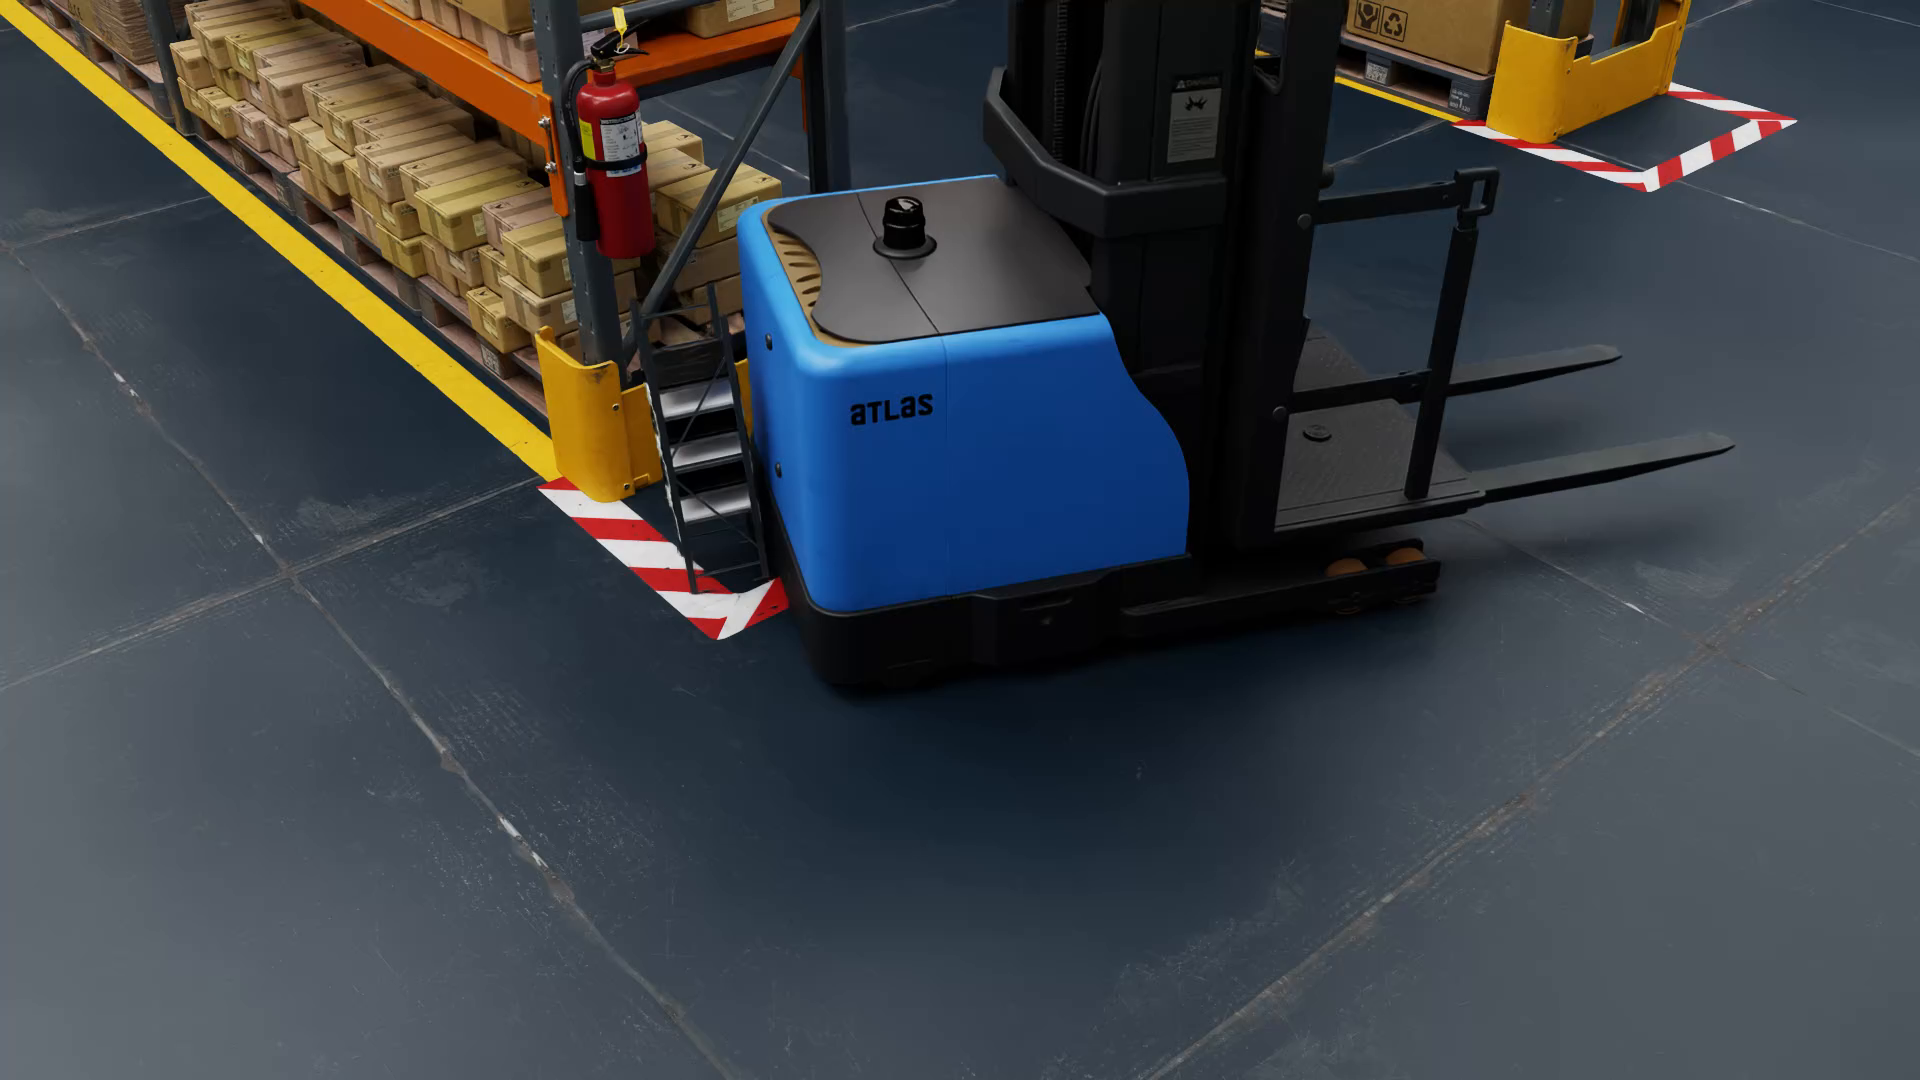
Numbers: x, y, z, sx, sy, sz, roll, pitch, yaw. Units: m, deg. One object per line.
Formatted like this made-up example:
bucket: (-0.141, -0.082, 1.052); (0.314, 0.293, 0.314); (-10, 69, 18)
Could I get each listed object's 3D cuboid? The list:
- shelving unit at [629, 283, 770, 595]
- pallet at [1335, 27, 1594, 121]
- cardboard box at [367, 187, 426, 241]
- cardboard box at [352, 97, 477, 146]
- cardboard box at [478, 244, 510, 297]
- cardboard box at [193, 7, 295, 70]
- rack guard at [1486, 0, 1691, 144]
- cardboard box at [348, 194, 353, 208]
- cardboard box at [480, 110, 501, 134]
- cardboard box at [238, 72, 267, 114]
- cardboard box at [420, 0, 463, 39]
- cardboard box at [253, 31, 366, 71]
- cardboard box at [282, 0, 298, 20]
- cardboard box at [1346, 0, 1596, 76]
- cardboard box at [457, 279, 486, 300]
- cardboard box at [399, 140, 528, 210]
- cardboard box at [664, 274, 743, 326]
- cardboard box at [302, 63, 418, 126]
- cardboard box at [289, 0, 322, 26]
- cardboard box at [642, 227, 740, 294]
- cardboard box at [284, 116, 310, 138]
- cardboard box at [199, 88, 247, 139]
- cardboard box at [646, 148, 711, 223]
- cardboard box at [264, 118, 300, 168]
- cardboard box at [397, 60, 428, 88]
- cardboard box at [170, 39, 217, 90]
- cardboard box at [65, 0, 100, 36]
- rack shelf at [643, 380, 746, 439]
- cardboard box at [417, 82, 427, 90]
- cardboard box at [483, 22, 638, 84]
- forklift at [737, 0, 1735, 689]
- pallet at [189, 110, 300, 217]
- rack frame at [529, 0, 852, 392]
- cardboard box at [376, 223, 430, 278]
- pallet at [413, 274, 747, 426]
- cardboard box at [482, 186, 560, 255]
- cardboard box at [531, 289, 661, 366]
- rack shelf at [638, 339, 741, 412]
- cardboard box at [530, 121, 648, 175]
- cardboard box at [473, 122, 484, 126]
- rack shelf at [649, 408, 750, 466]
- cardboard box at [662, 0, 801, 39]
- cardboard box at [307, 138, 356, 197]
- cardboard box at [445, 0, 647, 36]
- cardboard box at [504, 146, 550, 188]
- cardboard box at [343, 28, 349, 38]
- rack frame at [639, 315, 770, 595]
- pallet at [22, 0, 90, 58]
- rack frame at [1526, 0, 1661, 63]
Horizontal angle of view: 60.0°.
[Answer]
shelving unit: (-0.752, -0.279, 4.851); (0.258, 0.900, 0.210); (-13, 37, -12)
pallet: (2.500, -2.581, 8.712); (1.003, 0.211, 1.213); (-26, 43, -32)
cardboard box: (-2.018, -1.298, 6.334); (0.380, 0.149, 0.250); (-25, 42, -31)
cardboard box: (-2.116, -1.573, 6.464); (0.380, 0.149, 0.250); (-28, 44, -33)
cardboard box: (-1.465, -0.981, 5.886); (0.380, 0.149, 0.250); (-27, 43, -33)
cardboard box: (-3.163, -2.233, 7.397); (0.380, 0.149, 0.250); (-24, 42, -30)
rack guard: (3.091, -2.364, 8.156); (1.175, 0.500, 0.348); (-26, 43, -32)
cardboard box: (-2.274, -1.438, 6.788); (0.380, 0.149, 0.250); (-25, 42, -31)
cardboard box: (-1.722, -1.772, 6.745); (0.380, 0.149, 0.250); (-25, 42, -31)
cardboard box: (-2.954, -2.033, 7.372); (0.380, 0.149, 0.250); (-26, 43, -32)
cardboard box: (-1.510, -1.755, 5.349); (0.380, 0.149, 0.250); (-26, 43, -32)
cardboard box: (-2.777, -2.033, 7.114); (0.380, 0.149, 0.250); (-27, 43, -33)
cardboard box: (-3.634, -2.932, 8.594); (0.500, 0.500, 0.500); (-24, 42, -30)
cardboard box: (2.601, -2.952, 8.298); (0.875, 0.875, 0.875); (-26, 43, -32)
cardboard box: (-1.626, -0.977, 6.137); (0.380, 0.149, 0.250); (-26, 43, -32)
cardboard box: (-1.815, -1.317, 6.103); (0.380, 0.149, 0.250); (-28, 44, -33)
cardboard box: (-0.872, -0.948, 6.097); (0.380, 0.149, 0.250); (-25, 42, -31)
cardboard box: (-2.436, -1.801, 6.786); (0.380, 0.149, 0.250); (-28, 44, -34)
cardboard box: (-2.931, -2.546, 7.839); (0.380, 0.149, 0.250); (-25, 42, -31)
cardboard box: (-0.921, -1.046, 5.978); (0.380, 0.149, 0.250); (-24, 42, -30)
cardboard box: (-2.622, -1.783, 7.018); (0.380, 0.149, 0.250); (-24, 42, -30)
cardboard box: (-3.199, -1.966, 7.533); (0.380, 0.149, 0.250); (-25, 42, -31)
cardboard box: (-1.127, -1.275, 6.044); (0.380, 0.149, 0.250); (-25, 42, -31)
cardboard box: (-2.797, -1.782, 7.274); (0.380, 0.149, 0.250); (-27, 43, -33)
cardboard box: (-2.217, -2.112, 7.226); (0.380, 0.149, 0.250); (-28, 44, -34)
cardboard box: (-3.370, -2.206, 7.615); (0.380, 0.149, 0.250); (-24, 42, -30)
cardboard box: (-4.361, -2.966, 8.643); (0.500, 0.500, 0.500); (-27, 43, -33)
rack shelf: (-0.761, -0.397, 4.765); (0.258, 0.077, 0.200); (-13, 37, -12)
cardboard box: (-2.277, -1.985, 7.304); (0.380, 0.149, 0.250); (-25, 42, -31)
cardboard box: (-1.205, -1.526, 5.026); (0.380, 0.149, 0.250); (-26, 43, -32)
forklift: (0.924, -1.259, 4.492); (3.031, 2.935, 1.130); (-10, 36, -13)
pallet: (-2.899, -1.934, 7.799); (1.003, 0.211, 1.213); (-26, 43, -32)
rack frame: (-0.779, -1.590, 4.899); (1.000, 3.000, 0.127); (-26, 43, -32)
cardboard box: (-2.007, -1.170, 6.410); (0.380, 0.149, 0.250); (-28, 44, -34)
pallet: (-1.325, -0.857, 6.278); (1.003, 0.211, 1.213); (-26, 43, -32)
cardboard box: (-1.432, -1.112, 5.813); (0.380, 0.149, 0.250); (-25, 42, -31)
cardboard box: (-1.278, -0.752, 5.820); (0.380, 0.149, 0.250); (-25, 42, -31)
rack shelf: (-0.767, -0.470, 4.712); (0.258, 0.077, 0.200); (-13, 37, -12)
cardboard box: (-1.415, -1.513, 6.380); (0.380, 0.149, 0.250); (-28, 44, -34)
cardboard box: (-1.980, -1.726, 6.938); (0.380, 0.149, 0.250); (-24, 42, -30)
rack shelf: (-0.756, -0.325, 4.818); (0.258, 0.077, 0.200); (-13, 37, -12)
cardboard box: (-0.737, -1.752, 5.346); (0.380, 0.149, 0.250); (-26, 43, -32)
cardboard box: (-2.368, -1.530, 6.660); (0.380, 0.149, 0.250); (-26, 43, -31)
cardboard box: (-1.265, -1.854, 4.929); (0.500, 0.500, 0.500); (-25, 42, -31)
cardboard box: (-1.606, -1.499, 6.617); (0.380, 0.149, 0.250); (-28, 44, -34)
cardboard box: (-2.570, -2.341, 7.549); (0.380, 0.149, 0.250); (-26, 43, -32)
rack frame: (-0.722, -0.223, 4.772); (0.240, 0.900, 0.006); (-13, 37, -12)
pallet: (-4.655, -3.100, 9.444); (1.003, 0.211, 1.213); (-26, 43, -32)
rack frame: (3.076, -3.395, 7.448); (1.000, 3.000, 0.127); (-26, 43, -32)
